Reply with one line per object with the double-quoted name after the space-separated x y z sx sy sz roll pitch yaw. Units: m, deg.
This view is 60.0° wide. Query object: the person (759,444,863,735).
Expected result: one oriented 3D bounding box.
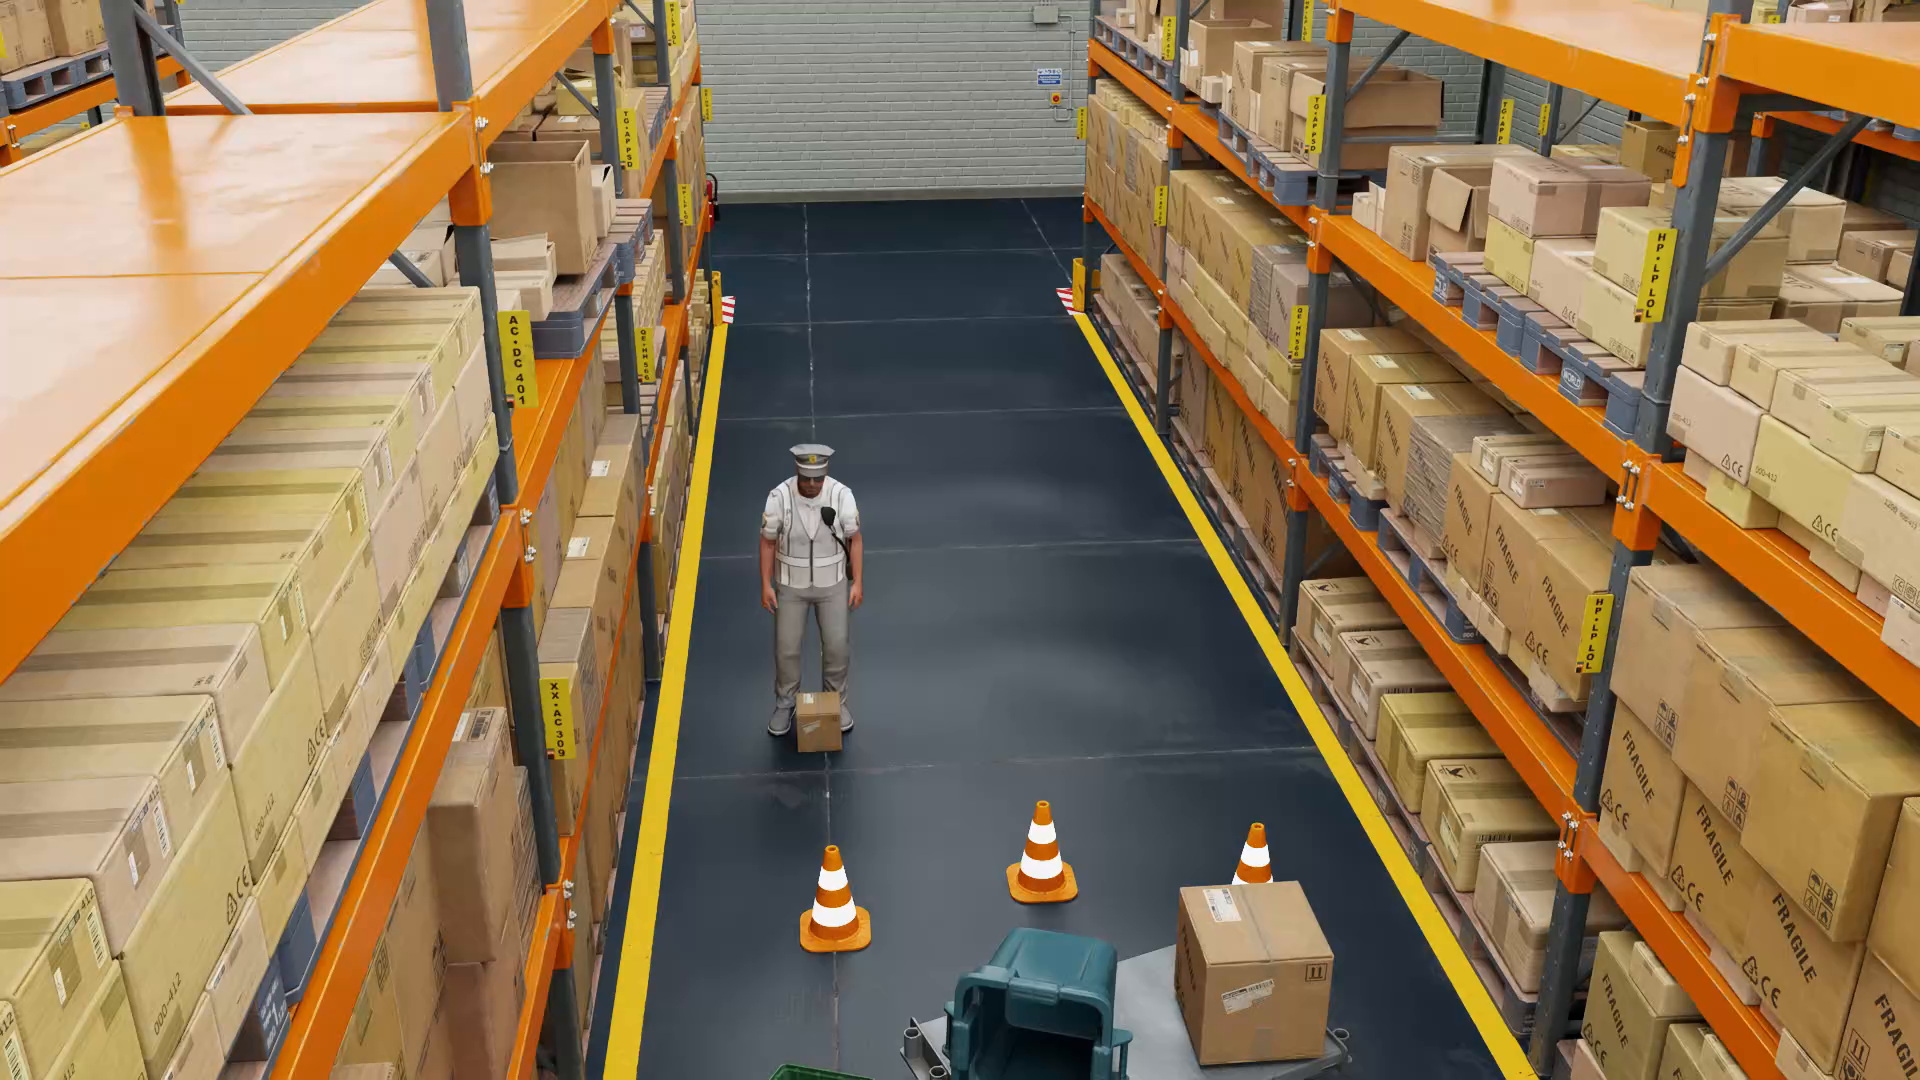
-0.845 0.251 9.515 0.588 1.748 0.434 -2 24 -6 "person"
